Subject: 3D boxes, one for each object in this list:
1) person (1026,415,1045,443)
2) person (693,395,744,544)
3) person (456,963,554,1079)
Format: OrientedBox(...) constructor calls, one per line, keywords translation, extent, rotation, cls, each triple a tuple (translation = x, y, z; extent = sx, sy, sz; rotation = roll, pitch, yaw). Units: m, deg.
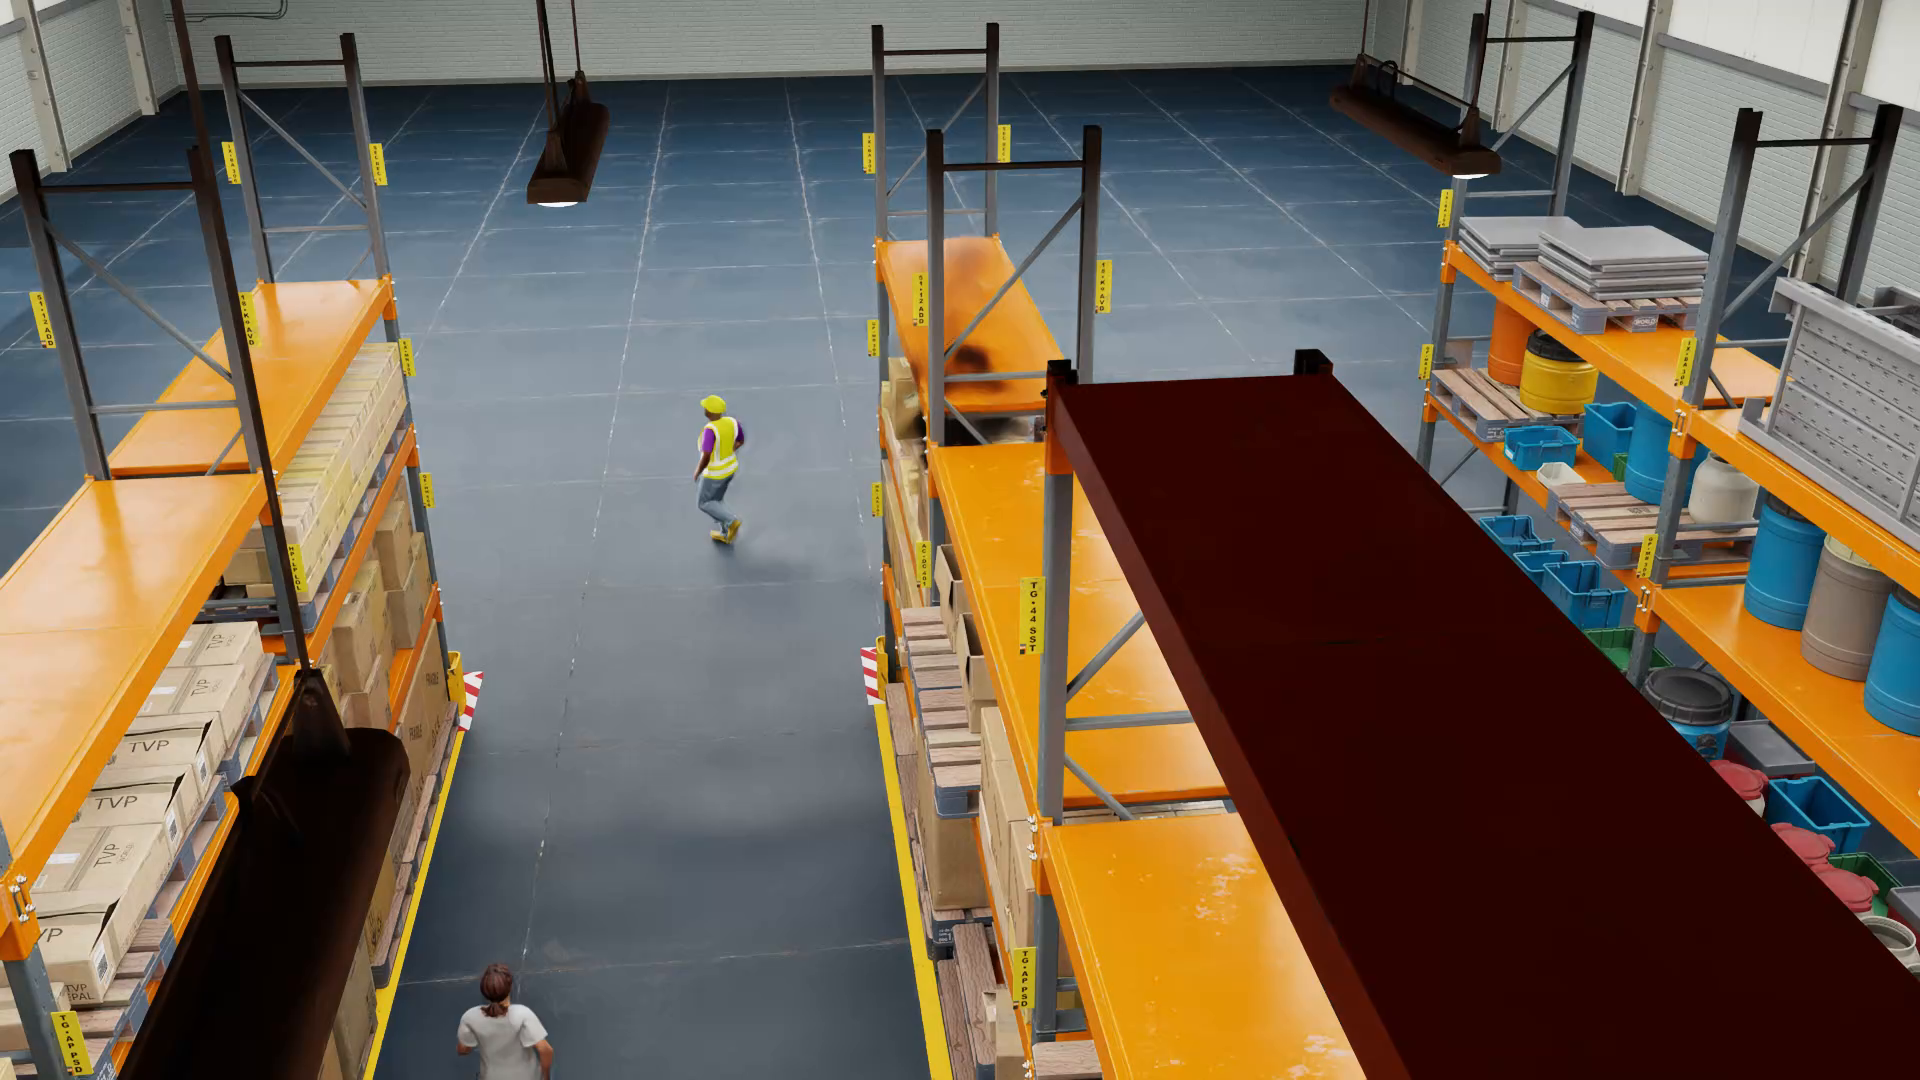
OrientedBox(translation=(1.003, -0.863, 18.300), extent=(0.943, 1.776, 0.710), rotation=(8, 27, 17), cls="person")
OrientedBox(translation=(-2.610, -0.750, 18.082), extent=(0.614, 1.724, 0.753), rotation=(14, 29, 28), cls="person")
OrientedBox(translation=(-2.655, 3.187, 9.857), extent=(0.569, 1.639, 0.642), rotation=(-4, 26, -9), cls="person")
